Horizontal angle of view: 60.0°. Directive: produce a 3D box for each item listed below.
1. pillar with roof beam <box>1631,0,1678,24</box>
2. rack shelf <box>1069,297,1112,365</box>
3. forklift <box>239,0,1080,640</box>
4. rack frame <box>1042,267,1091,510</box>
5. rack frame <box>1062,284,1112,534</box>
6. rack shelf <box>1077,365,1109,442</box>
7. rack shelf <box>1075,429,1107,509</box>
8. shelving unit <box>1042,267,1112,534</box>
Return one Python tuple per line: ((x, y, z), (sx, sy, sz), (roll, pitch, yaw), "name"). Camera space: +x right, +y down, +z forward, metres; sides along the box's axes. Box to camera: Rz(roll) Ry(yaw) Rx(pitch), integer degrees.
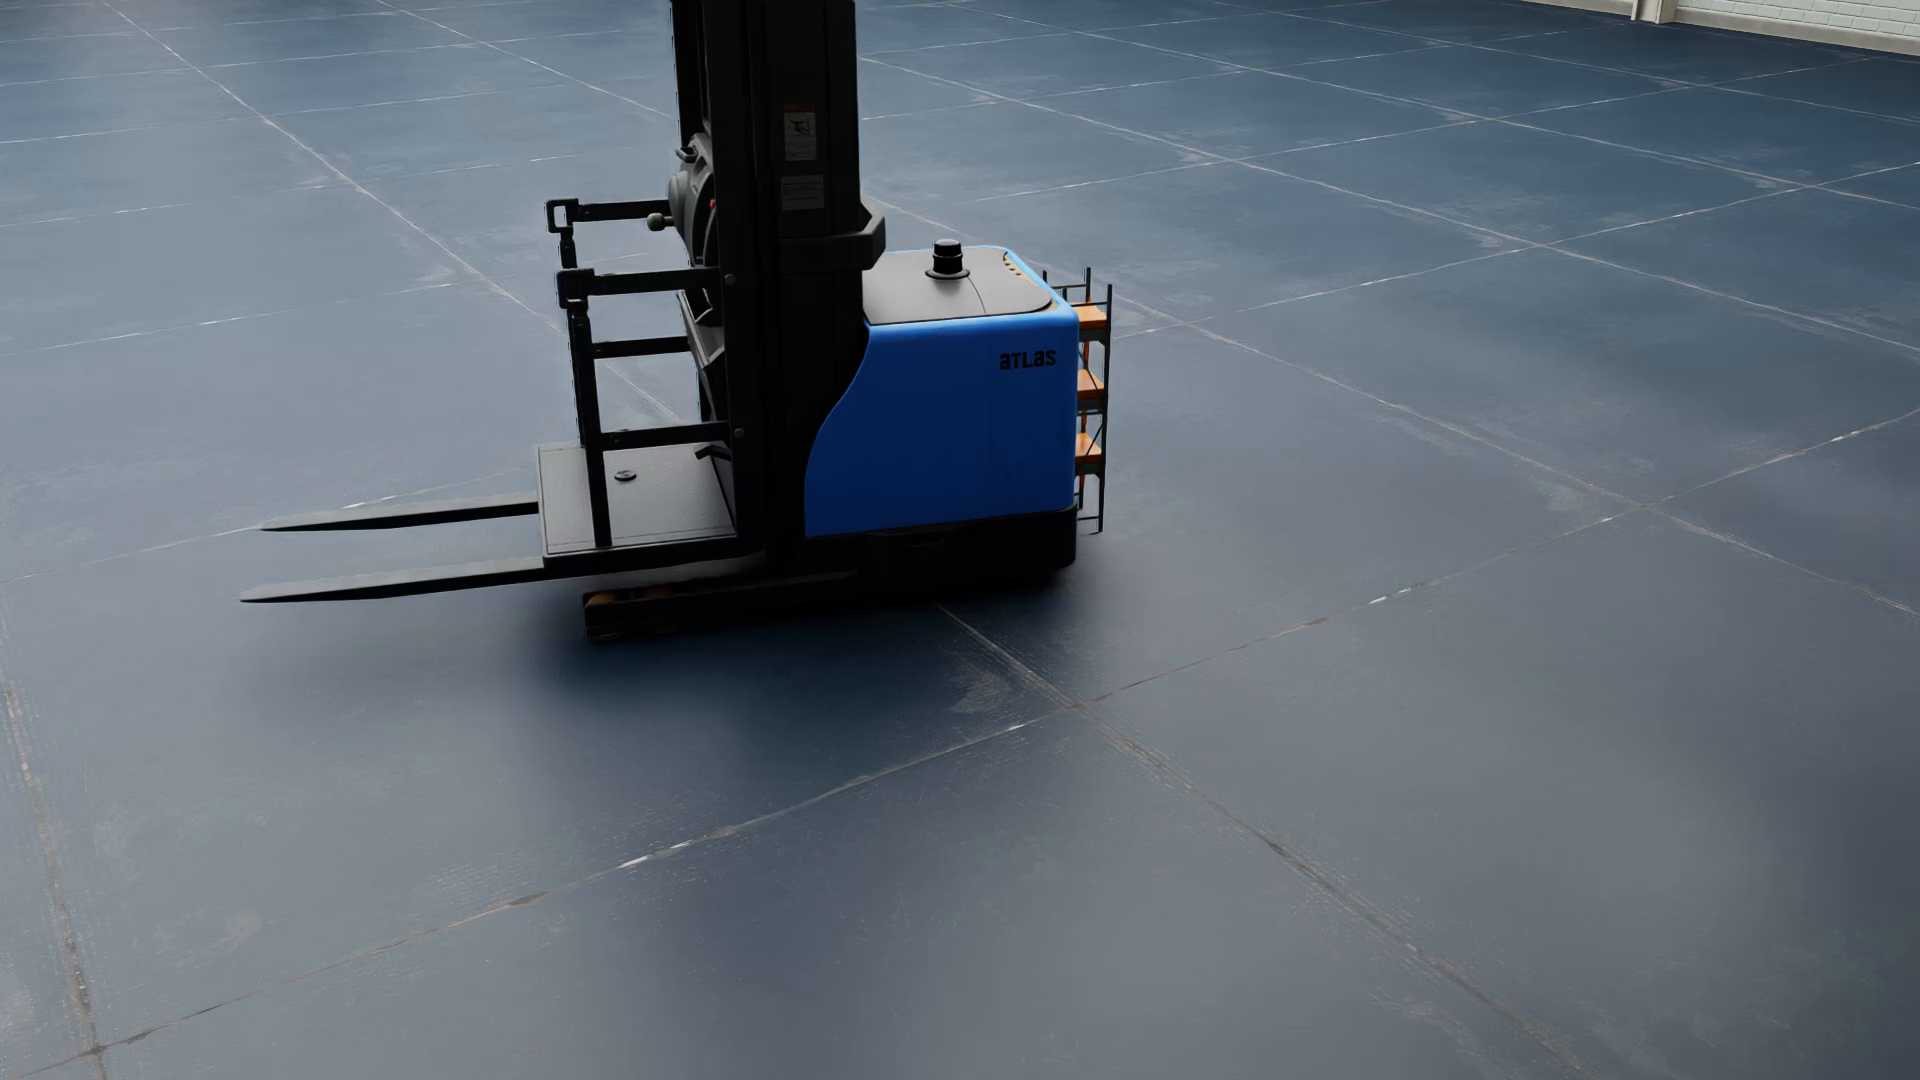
((4.704, -9.299, 15.908), (9.100, 9.000, 0.400), (-16, 29, -30), "pillar with roof beam")
((0.454, -0.791, 6.555), (0.215, 0.259, 0.240), (-7, 26, -14), "rack shelf")
((-1.126, -1.215, 5.890), (3.031, 2.935, 1.130), (-6, 26, -13), "forklift")
((0.421, -0.594, 6.778), (0.200, 1.050, 0.008), (-7, 26, -14), "rack frame")
((0.486, -0.493, 6.566), (0.200, 1.050, 0.008), (-7, 26, -14), "rack frame")
((0.454, -0.534, 6.676), (0.215, 0.259, 0.240), (-7, 26, -14), "rack shelf")
((0.454, -0.283, 6.795), (0.215, 0.259, 0.240), (-7, 26, -14), "rack shelf")
((0.454, -0.544, 6.672), (0.215, 1.050, 0.252), (-7, 26, -14), "shelving unit")
